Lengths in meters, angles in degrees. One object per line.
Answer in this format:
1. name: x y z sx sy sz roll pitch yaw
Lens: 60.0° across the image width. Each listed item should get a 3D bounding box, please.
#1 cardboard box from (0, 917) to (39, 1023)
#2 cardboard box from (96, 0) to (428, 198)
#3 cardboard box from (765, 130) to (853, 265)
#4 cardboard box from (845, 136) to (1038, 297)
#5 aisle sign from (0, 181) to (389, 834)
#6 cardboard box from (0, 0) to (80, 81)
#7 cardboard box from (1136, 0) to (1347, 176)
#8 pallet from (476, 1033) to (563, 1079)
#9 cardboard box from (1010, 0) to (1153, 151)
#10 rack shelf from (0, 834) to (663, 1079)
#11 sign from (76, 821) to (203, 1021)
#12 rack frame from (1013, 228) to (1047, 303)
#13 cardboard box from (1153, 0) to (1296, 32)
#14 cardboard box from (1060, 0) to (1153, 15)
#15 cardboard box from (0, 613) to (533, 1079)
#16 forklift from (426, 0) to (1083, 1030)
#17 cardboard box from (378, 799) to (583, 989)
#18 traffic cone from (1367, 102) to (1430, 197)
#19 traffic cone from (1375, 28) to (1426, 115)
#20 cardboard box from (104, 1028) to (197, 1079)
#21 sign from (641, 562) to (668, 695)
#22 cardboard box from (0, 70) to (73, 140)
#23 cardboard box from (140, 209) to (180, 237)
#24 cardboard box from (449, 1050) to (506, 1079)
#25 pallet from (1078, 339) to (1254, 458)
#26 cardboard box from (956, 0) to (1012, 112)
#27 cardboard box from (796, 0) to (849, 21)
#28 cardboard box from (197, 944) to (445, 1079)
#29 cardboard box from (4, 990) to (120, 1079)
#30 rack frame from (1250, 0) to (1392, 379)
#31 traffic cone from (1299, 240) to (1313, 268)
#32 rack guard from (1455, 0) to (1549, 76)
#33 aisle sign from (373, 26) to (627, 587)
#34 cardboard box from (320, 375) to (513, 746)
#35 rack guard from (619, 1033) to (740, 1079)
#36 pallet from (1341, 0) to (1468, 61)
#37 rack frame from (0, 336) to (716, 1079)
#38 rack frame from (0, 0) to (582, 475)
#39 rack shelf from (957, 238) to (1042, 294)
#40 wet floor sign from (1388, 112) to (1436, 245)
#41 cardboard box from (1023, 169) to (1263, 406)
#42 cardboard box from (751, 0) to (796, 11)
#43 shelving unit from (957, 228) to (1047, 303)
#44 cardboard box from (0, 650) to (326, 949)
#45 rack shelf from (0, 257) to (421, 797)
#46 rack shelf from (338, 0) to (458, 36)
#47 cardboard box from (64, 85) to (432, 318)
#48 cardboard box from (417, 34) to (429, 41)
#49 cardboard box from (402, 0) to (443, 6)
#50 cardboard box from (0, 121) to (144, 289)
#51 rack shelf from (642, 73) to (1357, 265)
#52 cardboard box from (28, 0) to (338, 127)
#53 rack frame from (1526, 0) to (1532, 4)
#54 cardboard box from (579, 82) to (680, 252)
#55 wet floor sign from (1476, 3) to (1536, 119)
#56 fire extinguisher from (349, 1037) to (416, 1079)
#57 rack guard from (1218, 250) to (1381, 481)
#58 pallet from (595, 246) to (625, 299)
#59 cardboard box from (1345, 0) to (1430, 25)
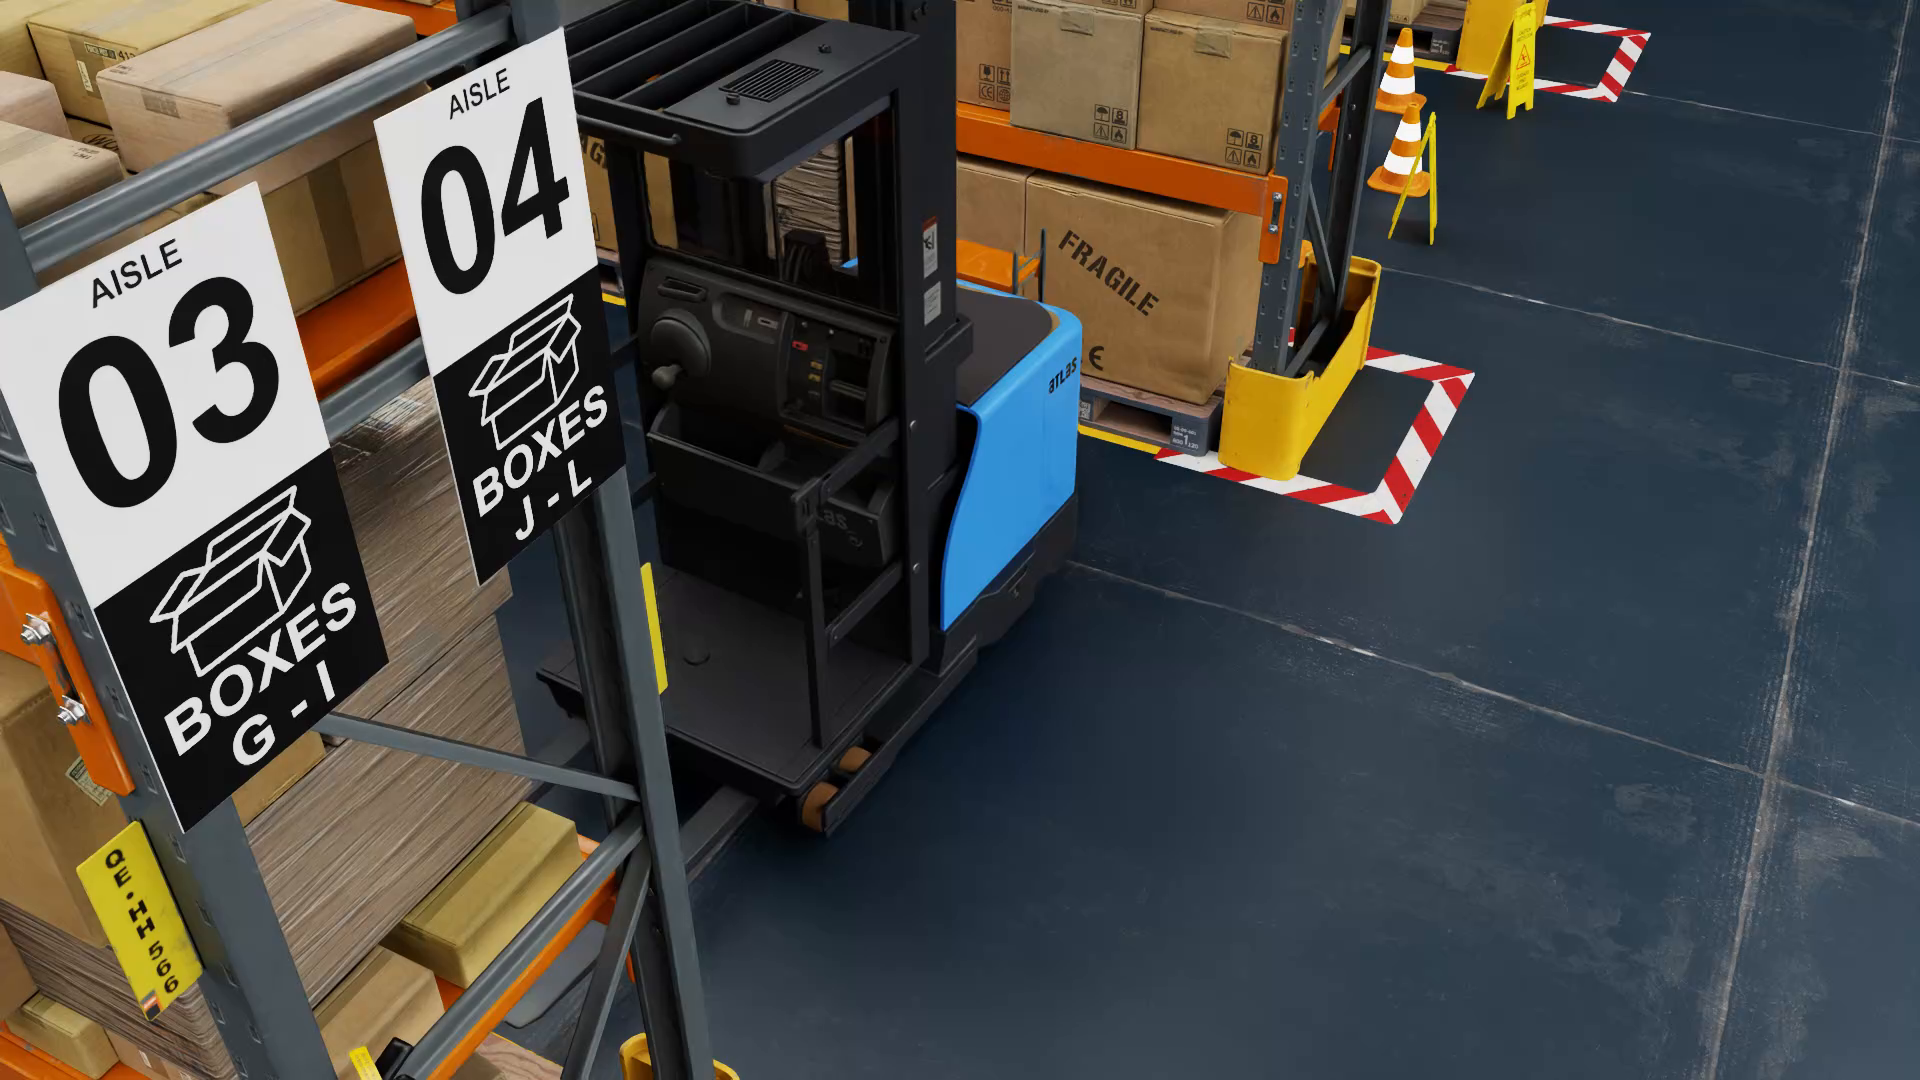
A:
1. cardboard box: -1.851 0.434 3.369 0.500 0.500 0.875 17 41 21
2. cardboard box: -1.014 -0.660 2.452 0.250 0.149 0.380 17 40 21
3. cardboard box: -0.729 -1.772 8.014 0.875 0.875 0.875 18 41 22
4. cardboard box: 0.080 -1.518 7.679 0.875 0.875 0.875 17 40 21
5. aisle sign: -0.959 -0.023 2.149 0.004 0.787 0.394 17 41 21
6. cardboard box: -1.481 -0.788 2.621 0.250 0.149 0.380 17 40 21
7. cardboard box: 1.145 -1.939 6.699 0.550 0.550 0.875 17 41 21
8. pallet: -1.649 1.679 4.363 1.213 0.211 1.003 17 41 21
9. cardboard box: 0.646 -2.080 6.885 0.550 0.550 0.875 17 41 21
10. rack shelf: -2.652 0.565 4.120 4.000 0.370 1.077 17 41 21
11. sign: -1.149 0.540 2.339 0.005 0.325 0.100 17 41 21
12. rack frame: 0.264 -0.647 6.610 0.015 1.200 0.240 20 41 24
13. cardboard box: 1.183 -2.414 6.432 0.550 0.550 0.875 17 41 21
14. cardboard box: 0.652 -2.518 6.569 0.550 0.550 0.875 17 41 21
15. cardboard box: -1.352 0.509 3.270 0.500 0.500 0.875 17 41 21
16. forklift: -0.726 -0.525 5.017 1.130 2.935 3.031 20 42 24
17. cardboard box: -1.019 0.727 3.519 0.250 0.149 0.380 17 41 21
18. traffic cone: 2.498 -2.212 9.281 0.334 0.463 0.336 17 41 21
19. traffic cone: 2.706 -2.903 10.191 0.334 0.463 0.336 17 41 21
20. cardboard box: -1.446 0.896 3.296 0.250 0.149 0.380 17 41 21
21. sign: -0.627 0.198 3.292 0.005 0.325 0.100 17 41 21
22. cardboard box: -1.443 -0.504 2.247 0.250 0.149 0.380 16 40 20
23. cardboard box: -1.421 -0.298 2.305 0.500 0.250 0.500 18 41 23
24. cardboard box: -1.423 1.480 4.039 0.500 0.500 0.500 25 44 29
25. pallet: 0.749 -0.870 7.722 1.213 0.211 1.003 17 41 21
26. cardboard box: 0.207 -2.303 7.179 0.550 0.550 0.875 17 41 21
27. cardboard box: -0.283 -2.428 7.344 0.500 0.550 0.875 17 41 21
28. cardboard box: -1.224 0.966 3.204 0.250 0.149 0.380 17 41 21
29. cardboard box: -1.691 0.854 3.351 0.250 0.149 0.380 17 41 21
30. rack frame: 1.495 -1.800 6.641 0.127 3.000 1.000 17 41 21
31. traffic cone: 1.676 -1.700 8.607 0.334 0.463 0.336 17 41 21
32. rack guard: 3.614 -3.511 10.963 0.348 0.500 1.175 17 41 21
33. aisle sign: -0.683 -0.345 2.573 0.004 0.787 0.394 17 41 21
34. cardboard box: -1.239 -0.021 3.141 0.500 0.500 0.500 17 41 21
35. rack guard: -0.943 1.809 3.953 0.348 0.500 1.175 17 41 21
36. pallet: 2.909 -3.641 11.372 1.213 0.211 1.003 17 41 21
37. rack frame: -0.876 0.835 3.170 0.127 3.000 1.000 17 41 21
38. rack frame: -0.876 -1.555 1.356 0.127 3.000 1.000 17 41 21
39. rack shelf: 0.054 -1.035 6.471 0.480 0.148 0.258 20 41 24
40. wet floor sign: 2.431 -1.918 8.742 0.232 0.644 0.267 11 38 14
41. cardboard box: 0.862 -1.274 7.358 0.875 0.875 0.875 18 41 22
42. cardboard box: -0.800 -2.522 7.467 0.550 0.550 0.875 17 41 21
43. shelving unit: 0.054 -0.722 6.709 0.503 1.200 0.258 20 41 24
44. cardboard box: -1.478 0.258 2.774 0.500 0.500 0.500 17 41 21
45. rack shelf: -2.652 -0.630 3.213 4.000 0.370 1.077 17 41 21
46. rack shelf: -3.833 -3.182 9.056 4.000 0.370 1.077 17 41 21
47. cardboard box: -1.185 -0.573 2.667 0.500 0.250 0.500 19 41 23
48. cardboard box: -2.650 -2.308 8.823 0.750 0.750 1.050 17 40 21
49. cardboard box: -2.643 -2.954 8.078 0.500 0.500 0.500 17 40 21
50. cardboard box: -1.266 -0.369 2.069 0.250 0.149 0.380 17 41 21
51. rack shelf: -0.281 -2.070 7.591 4.000 0.370 1.077 17 41 21
52. cardboard box: -1.200 -0.784 2.615 0.250 0.149 0.380 18 41 22
53. rack frame: 3.682 -4.486 10.179 0.127 3.000 1.000 17 41 21
54. cardboard box: -1.531 -2.021 8.342 0.875 0.875 0.875 18 41 22
55. wet floor sign: 3.358 -2.921 10.064 0.267 0.644 0.232 -29 46 -33
56. fire extinguisher: -0.986 1.145 2.825 0.183 0.674 0.296 17 41 21
57. rack guard: 1.516 -0.798 7.388 0.348 0.500 1.175 17 41 21
58. pallet: -1.418 -1.548 8.615 1.213 0.211 1.003 17 41 21
59. cardboard box: 2.819 -3.645 10.998 0.500 0.250 0.500 17 40 21
